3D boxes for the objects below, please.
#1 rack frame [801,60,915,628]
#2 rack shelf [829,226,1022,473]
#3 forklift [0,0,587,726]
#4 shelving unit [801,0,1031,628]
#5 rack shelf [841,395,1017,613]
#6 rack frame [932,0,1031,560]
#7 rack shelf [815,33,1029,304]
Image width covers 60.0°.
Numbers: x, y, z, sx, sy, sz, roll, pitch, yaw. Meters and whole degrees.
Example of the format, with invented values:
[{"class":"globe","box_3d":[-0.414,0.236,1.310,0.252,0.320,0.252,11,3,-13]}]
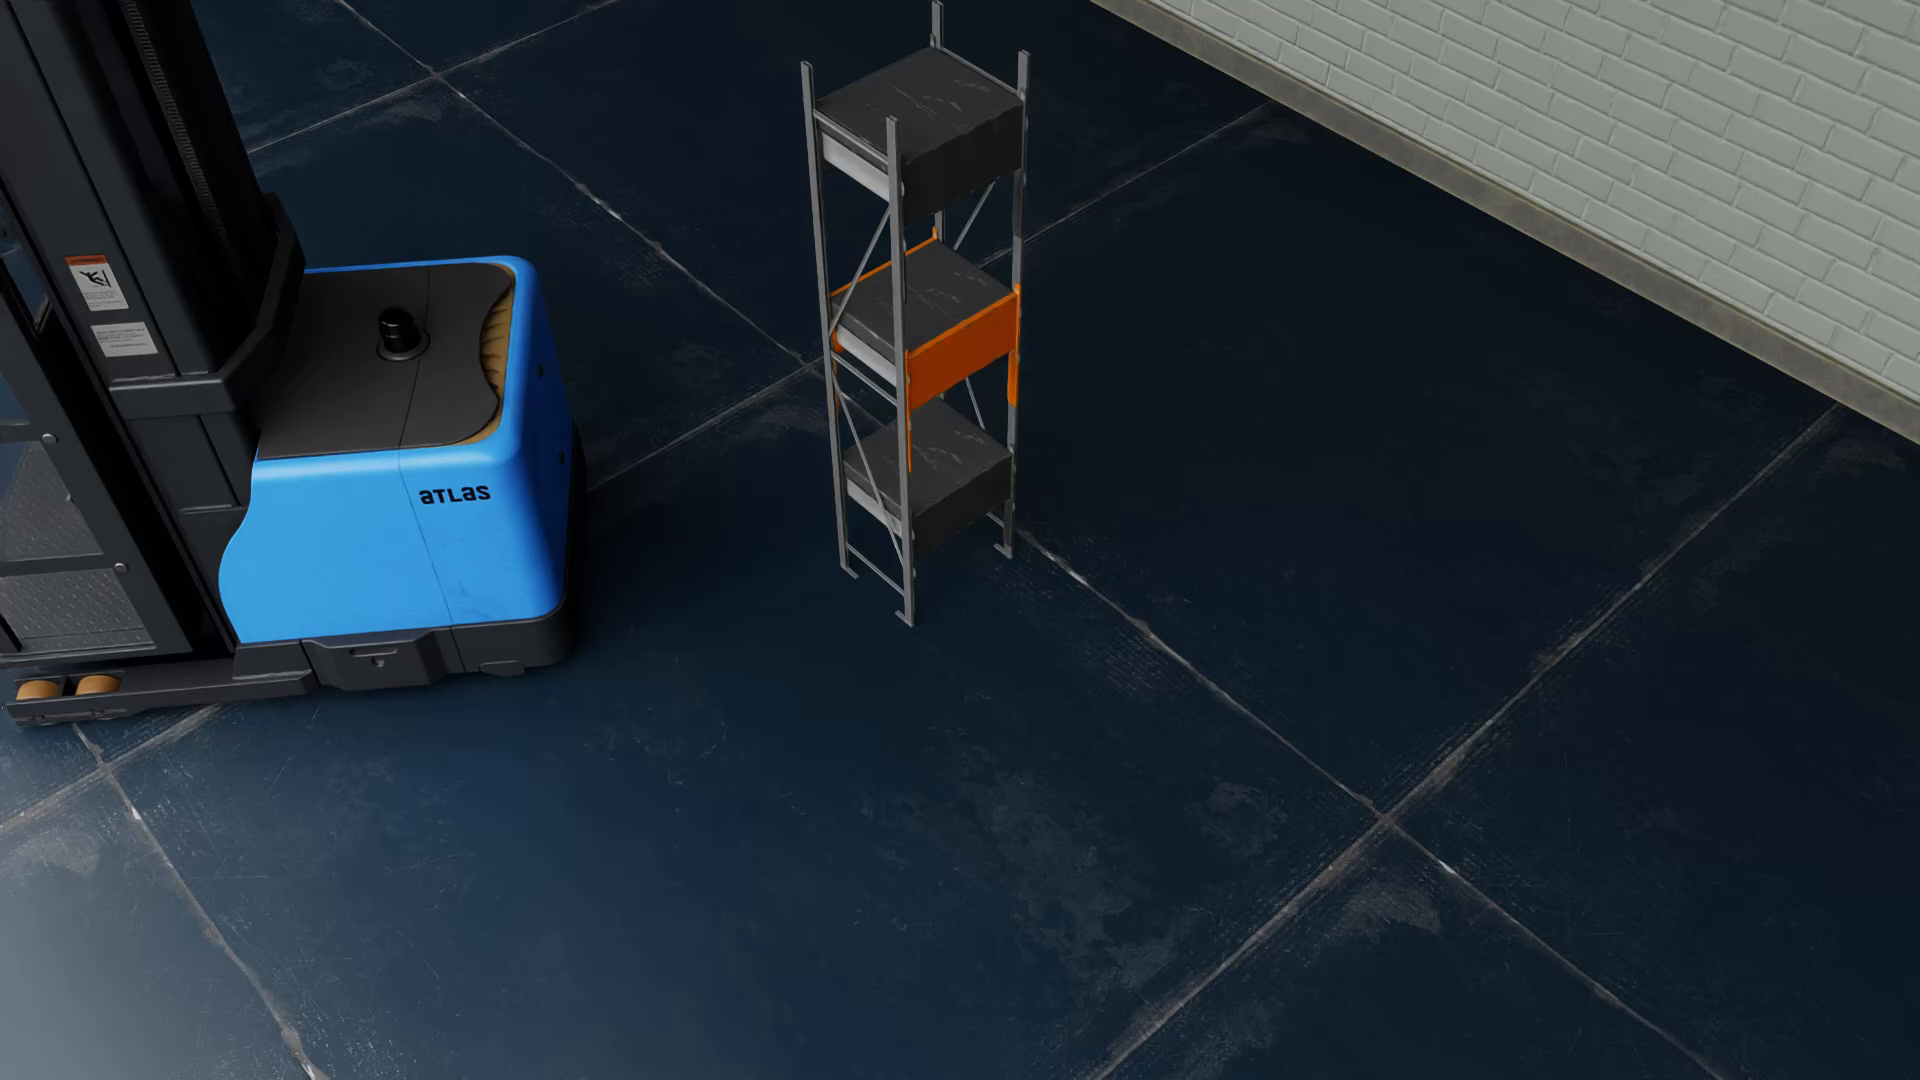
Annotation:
[{"class":"rack frame","box_3d":[-0.303,-0.510,5.291,0.015,2.100,0.400,-34,56,-27]},{"class":"rack shelf","box_3d":[-0.122,-0.621,5.413,0.480,0.518,0.431,-34,56,-27]},{"class":"forklift","box_3d":[-2.890,-0.775,4.971,3.031,2.935,1.130,-5,47,-4]},{"class":"shelving unit","box_3d":[-0.122,-0.630,5.403,0.503,2.100,0.431,-34,56,-27]},{"class":"rack shelf","box_3d":[-0.122,-0.146,5.927,0.480,0.518,0.431,-34,56,-27]},{"class":"rack frame","box_3d":[0.058,-0.751,5.514,0.015,2.100,0.400,-34,56,-27]},{"class":"rack shelf","box_3d":[-0.122,-1.096,4.898,0.480,0.518,0.431,-34,56,-27]}]
